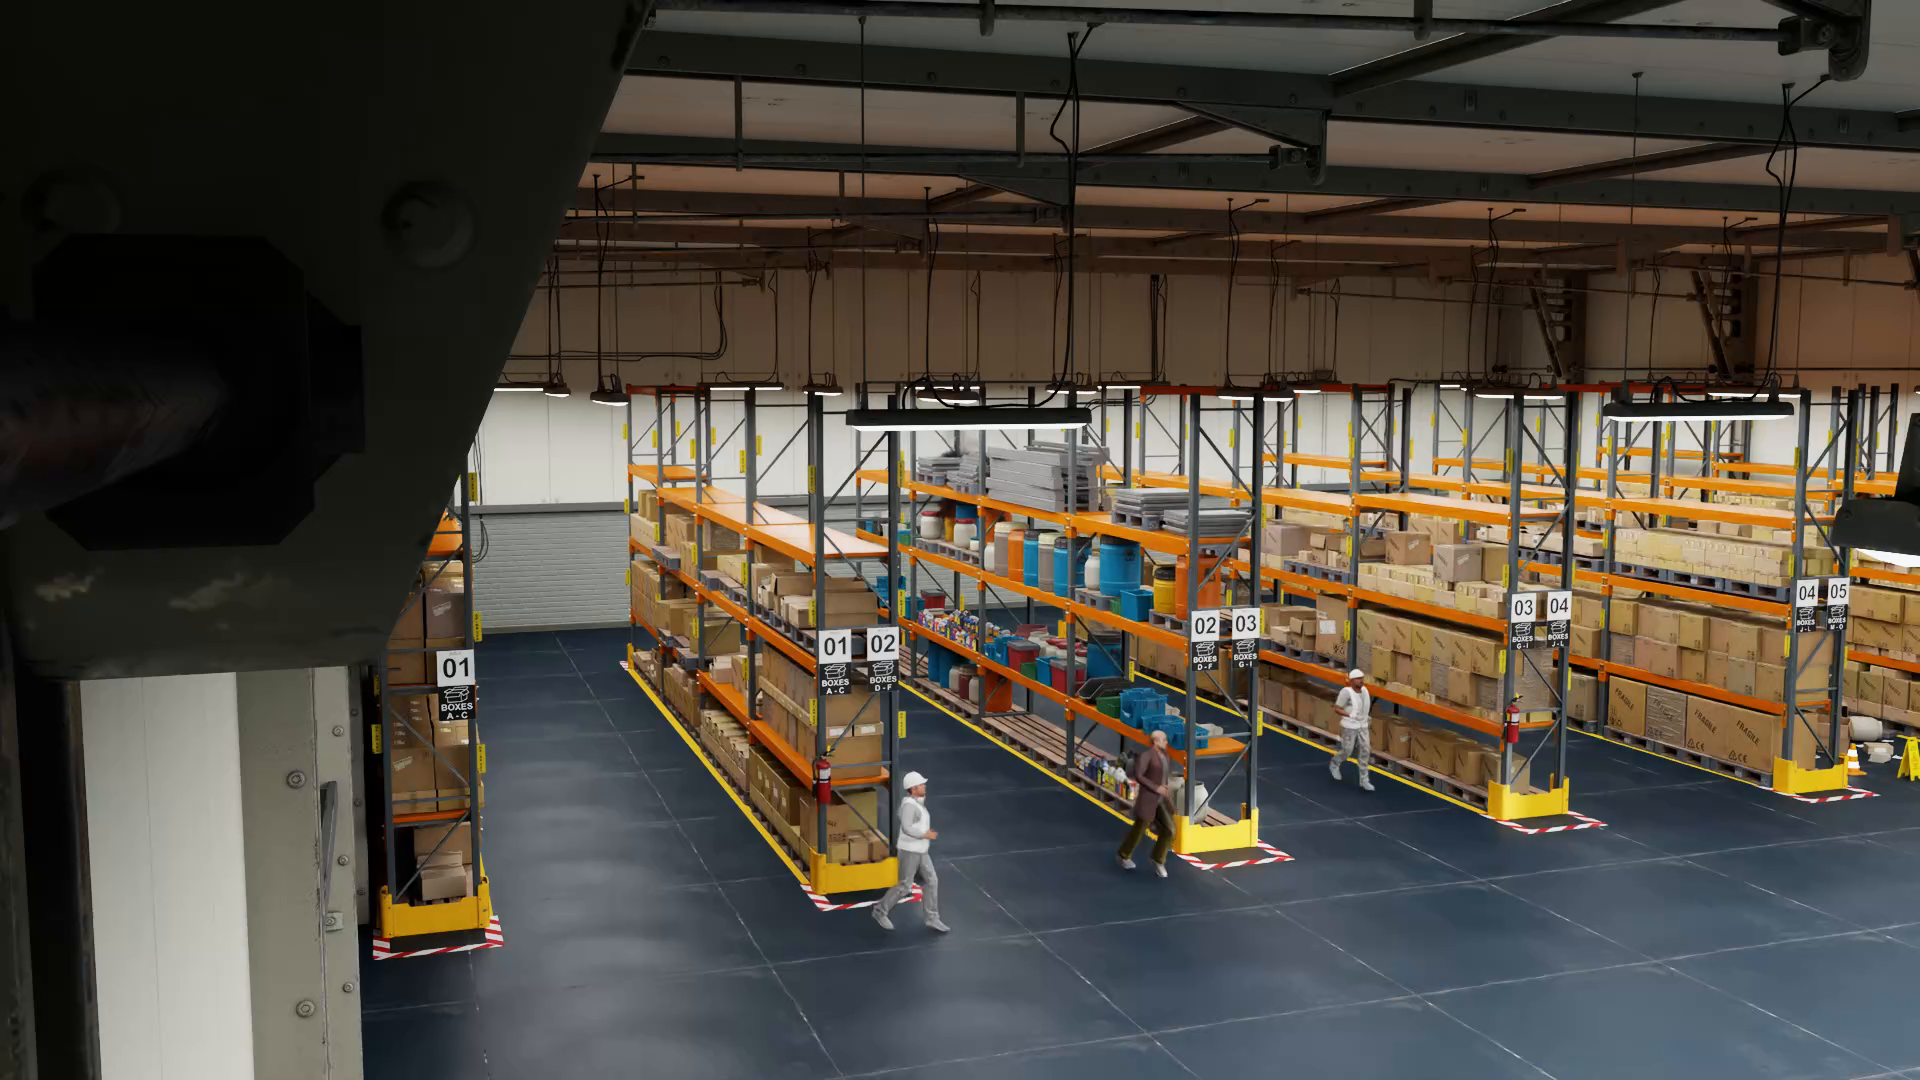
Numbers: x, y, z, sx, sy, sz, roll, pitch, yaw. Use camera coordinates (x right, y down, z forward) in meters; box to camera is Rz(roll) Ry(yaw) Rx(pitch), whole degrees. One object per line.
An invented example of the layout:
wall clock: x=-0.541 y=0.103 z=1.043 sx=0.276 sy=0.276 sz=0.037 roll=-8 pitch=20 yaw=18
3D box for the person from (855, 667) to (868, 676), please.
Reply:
person: x=-1.658 y=2.486 z=28.823 sx=0.672 sy=1.742 sz=0.560 roll=-3 pitch=7 yaw=-28

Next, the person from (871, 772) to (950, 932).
person: x=-0.532 y=3.508 z=18.785 sx=0.888 sy=1.784 sz=0.691 roll=1 pitch=6 yaw=10

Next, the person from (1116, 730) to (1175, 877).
person: x=2.428 y=3.300 z=21.000 sx=0.737 sy=1.822 sz=0.770 roll=6 pitch=8 yaw=43

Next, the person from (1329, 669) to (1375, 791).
person: x=5.952 y=2.826 z=25.113 sx=0.686 sy=1.778 sz=0.901 roll=-3 pitch=7 yaw=-26
